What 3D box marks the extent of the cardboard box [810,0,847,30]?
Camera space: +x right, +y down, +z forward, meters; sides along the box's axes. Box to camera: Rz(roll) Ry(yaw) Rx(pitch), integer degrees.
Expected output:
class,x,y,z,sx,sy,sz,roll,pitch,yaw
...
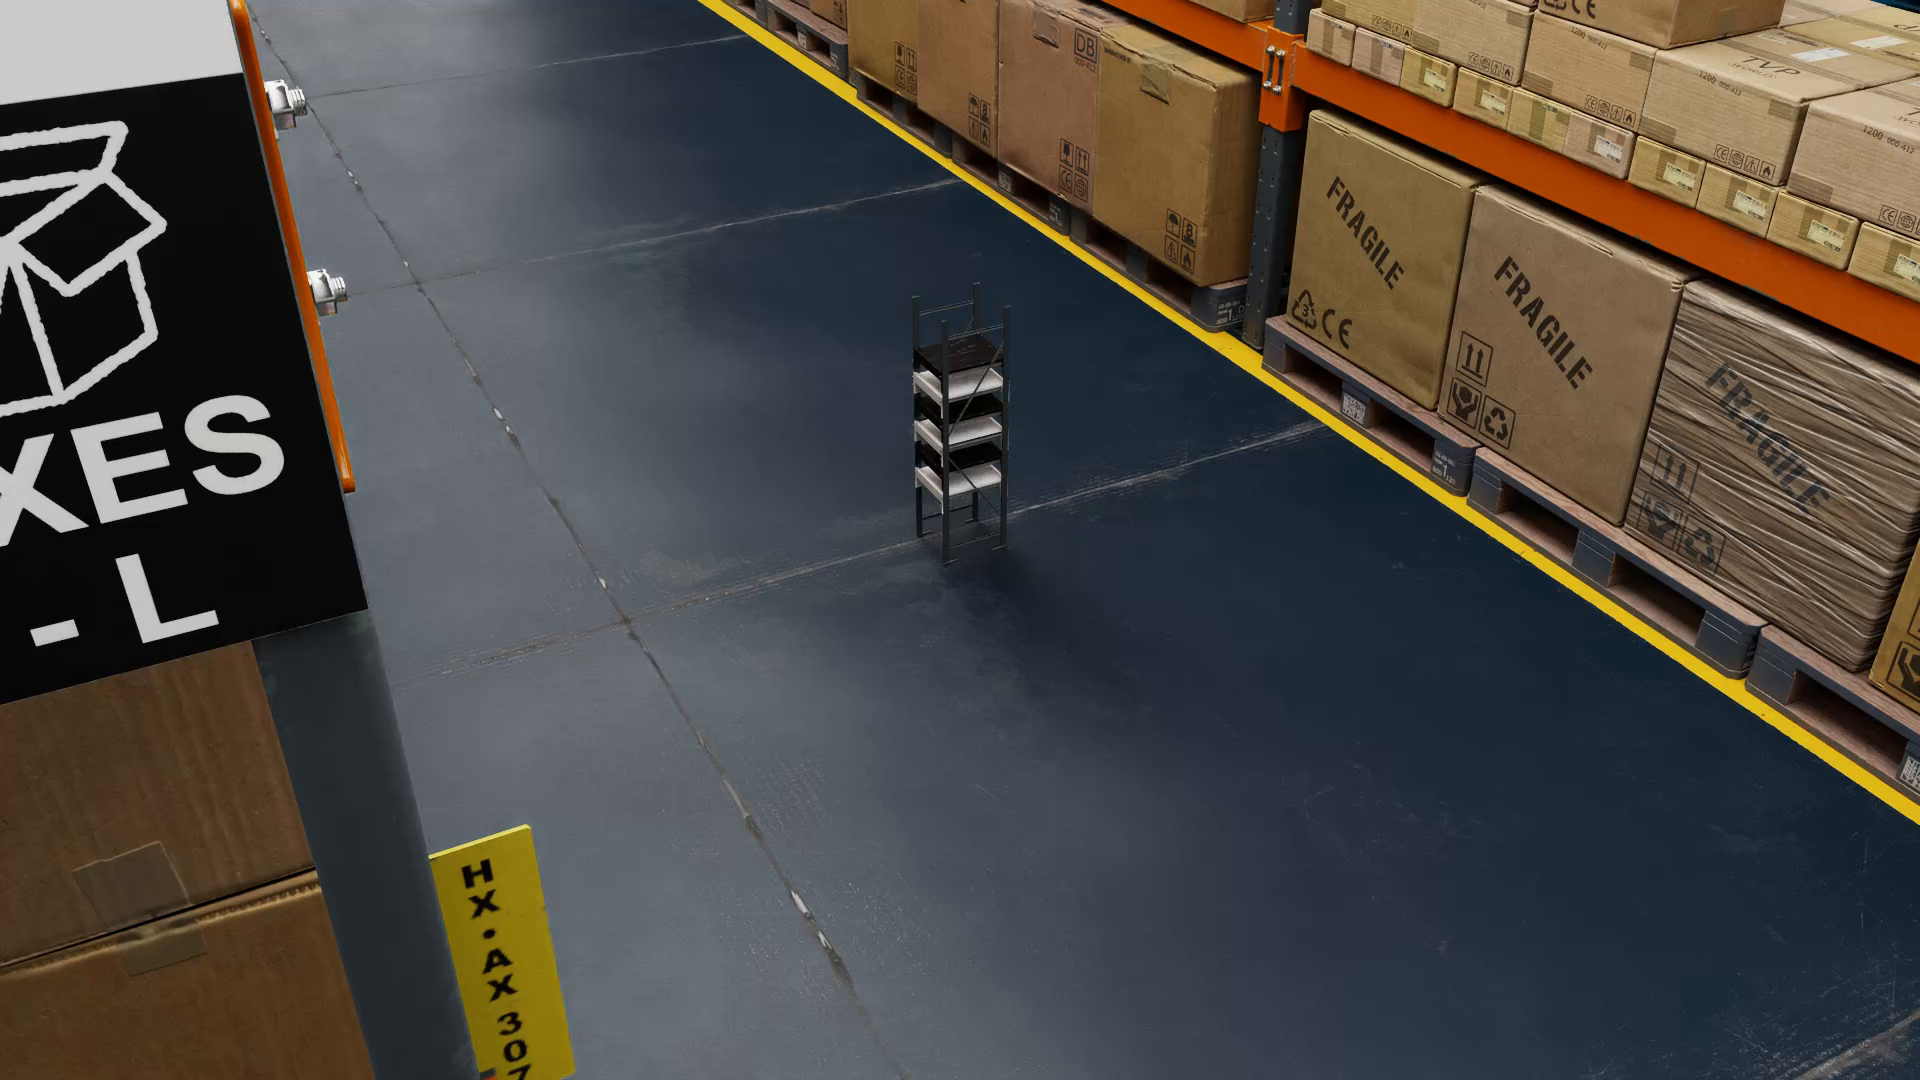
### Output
class,x,y,z,sx,sy,sz,roll,pitch,yaw
cardboard box,-0.530,-3.562,10.438,0.700,0.500,0.500,-18,37,-26

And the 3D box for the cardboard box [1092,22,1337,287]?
class,x,y,z,sx,sy,sz,roll,pitch,yaw
cardboard box,1.349,-1.788,7.341,1.225,0.875,0.875,-16,36,-23

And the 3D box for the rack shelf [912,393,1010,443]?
class,x,y,z,sx,sy,sz,roll,pitch,yaw
rack shelf,0.004,-0.423,5.471,0.258,0.077,0.200,-16,36,-23

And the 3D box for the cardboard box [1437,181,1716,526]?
class,x,y,z,sx,sy,sz,roll,pitch,yaw
cardboard box,2.321,-0.723,5.678,0.875,0.875,0.875,-16,36,-23

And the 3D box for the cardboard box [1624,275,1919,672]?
class,x,y,z,sx,sy,sz,roll,pitch,yaw
cardboard box,2.736,-0.298,5.015,0.875,0.875,0.875,-16,36,-23

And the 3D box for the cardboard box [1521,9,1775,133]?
class,x,y,z,sx,sy,sz,roll,pitch,yaw
cardboard box,2.126,-1.493,5.163,0.500,0.250,0.500,-15,36,-22

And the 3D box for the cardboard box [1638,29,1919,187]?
class,x,y,z,sx,sy,sz,roll,pitch,yaw
cardboard box,2.349,-1.256,4.793,0.500,0.250,0.500,-16,36,-23

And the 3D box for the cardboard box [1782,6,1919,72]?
class,x,y,z,sx,sy,sz,roll,pitch,yaw
cardboard box,2.818,-1.390,5.003,0.500,0.250,0.500,-17,36,-24

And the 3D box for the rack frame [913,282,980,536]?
class,x,y,z,sx,sy,sz,roll,pitch,yaw
rack frame,-0.044,-0.424,5.577,0.240,0.900,0.006,-16,36,-23

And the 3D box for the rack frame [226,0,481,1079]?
class,x,y,z,sx,sy,sz,roll,pitch,yaw
rack frame,-0.902,0.902,1.562,0.949,2.616,0.053,-16,36,-23

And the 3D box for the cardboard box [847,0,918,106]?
class,x,y,z,sx,sy,sz,roll,pitch,yaw
cardboard box,0.103,-3.062,9.329,1.225,0.875,0.875,-18,37,-25

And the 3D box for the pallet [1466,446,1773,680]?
class,x,y,z,sx,sy,sz,roll,pitch,yaw
pallet,2.523,-0.066,5.657,1.003,0.211,1.213,-16,36,-23

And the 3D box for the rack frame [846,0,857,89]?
class,x,y,z,sx,sy,sz,roll,pitch,yaw
rack frame,-0.200,-4.114,9.391,1.000,3.000,0.127,-16,36,-23

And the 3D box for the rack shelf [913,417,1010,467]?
class,x,y,z,sx,sy,sz,roll,pitch,yaw
rack shelf,0.004,-0.347,5.519,0.258,0.077,0.200,-16,36,-23

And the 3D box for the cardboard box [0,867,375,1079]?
class,x,y,z,sx,sy,sz,roll,pitch,yaw
cardboard box,-0.870,0.452,1.896,0.500,0.500,0.500,-14,35,-21

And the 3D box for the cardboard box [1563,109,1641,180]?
class,x,y,z,sx,sy,sz,roll,pitch,yaw
cardboard box,2.113,-1.256,5.163,0.380,0.149,0.250,-15,36,-23

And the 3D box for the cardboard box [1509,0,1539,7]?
class,x,y,z,sx,sy,sz,roll,pitch,yaw
cardboard box,1.885,-2.054,5.343,0.500,0.500,0.500,-16,36,-23

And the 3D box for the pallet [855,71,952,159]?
class,x,y,z,sx,sy,sz,roll,pitch,yaw
pallet,0.101,-2.545,9.527,1.003,0.211,1.213,-16,36,-23

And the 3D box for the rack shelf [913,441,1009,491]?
class,x,y,z,sx,sy,sz,roll,pitch,yaw
rack shelf,0.004,-0.271,5.568,0.258,0.077,0.200,-16,36,-23

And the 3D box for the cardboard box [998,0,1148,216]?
class,x,y,z,sx,sy,sz,roll,pitch,yaw
cardboard box,0.931,-2.214,8.006,1.225,0.875,0.875,-17,36,-25

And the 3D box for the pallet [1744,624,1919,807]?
class,x,y,z,sx,sy,sz,roll,pitch,yaw
pallet,3.088,0.516,4.749,1.003,0.211,1.213,-16,36,-23

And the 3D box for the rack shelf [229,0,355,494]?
class,x,y,z,sx,sy,sz,roll,pitch,yaw
rack shelf,-1.838,-1.012,2.435,1.077,0.370,4.000,-16,36,-23

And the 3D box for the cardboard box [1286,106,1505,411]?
class,x,y,z,sx,sy,sz,roll,pitch,yaw
cardboard box,1.902,-1.153,6.349,0.875,0.875,0.875,-16,36,-23

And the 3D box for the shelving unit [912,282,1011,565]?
class,x,y,z,sx,sy,sz,roll,pitch,yaw
shelving unit,0.004,-0.375,5.501,0.258,0.900,0.210,-16,36,-23

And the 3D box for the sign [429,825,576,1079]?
class,x,y,z,sx,sy,sz,roll,pitch,yaw
sign,-0.425,0.402,1.540,0.100,0.325,0.005,-16,36,-23

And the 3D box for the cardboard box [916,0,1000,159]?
class,x,y,z,sx,sy,sz,roll,pitch,yaw
cardboard box,0.512,-2.635,8.662,1.225,0.875,0.875,-16,36,-23

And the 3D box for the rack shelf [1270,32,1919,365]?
class,x,y,z,sx,sy,sz,roll,pitch,yaw
rack shelf,2.597,-0.948,5.116,1.077,0.370,4.000,-16,36,-23

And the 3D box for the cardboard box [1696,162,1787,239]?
class,x,y,z,sx,sy,sz,roll,pitch,yaw
cardboard box,2.360,-1.007,4.775,0.380,0.149,0.250,-15,36,-22

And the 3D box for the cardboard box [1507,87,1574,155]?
class,x,y,z,sx,sy,sz,roll,pitch,yaw
cardboard box,1.998,-1.377,5.351,0.380,0.149,0.250,-16,36,-24

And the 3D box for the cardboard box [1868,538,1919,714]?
class,x,y,z,sx,sy,sz,roll,pitch,yaw
cardboard box,3.161,0.136,4.338,0.875,0.875,0.875,-16,36,-23

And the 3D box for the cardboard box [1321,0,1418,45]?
class,x,y,z,sx,sy,sz,roll,pitch,yaw
cardboard box,1.652,-1.977,5.919,0.500,0.250,0.500,-17,36,-24

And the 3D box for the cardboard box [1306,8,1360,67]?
class,x,y,z,sx,sy,sz,roll,pitch,yaw
cardboard box,1.509,-1.875,6.129,0.380,0.149,0.250,-16,36,-23

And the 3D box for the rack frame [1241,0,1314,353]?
class,x,y,z,sx,sy,sz,roll,pitch,yaw
rack frame,1.665,-2.205,6.412,1.000,3.000,0.127,-16,36,-23

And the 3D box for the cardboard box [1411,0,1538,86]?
class,x,y,z,sx,sy,sz,roll,pitch,yaw
cardboard box,1.880,-1.739,5.547,0.500,0.250,0.500,-16,36,-23

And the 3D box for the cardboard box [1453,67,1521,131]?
class,x,y,z,sx,sy,sz,roll,pitch,yaw
cardboard box,1.879,-1.499,5.542,0.380,0.149,0.250,-17,36,-24

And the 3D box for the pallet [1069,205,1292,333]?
class,x,y,z,sx,sy,sz,roll,pitch,yaw
pallet,1.238,-1.381,7.709,1.003,0.211,1.213,-16,36,-23

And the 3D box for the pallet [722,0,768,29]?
class,x,y,z,sx,sy,sz,roll,pitch,yaw
pallet,-1.128,-3.895,11.634,1.003,0.211,1.213,-16,36,-23

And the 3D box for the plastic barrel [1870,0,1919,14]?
class,x,y,z,sx,sy,sz,roll,pitch,yaw
plastic barrel,5.478,-3.346,9.749,0.600,0.901,0.708,-16,36,-23

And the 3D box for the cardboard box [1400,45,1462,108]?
class,x,y,z,sx,sy,sz,roll,pitch,yaw
cardboard box,1.754,-1.624,5.737,0.380,0.149,0.250,-15,35,-22

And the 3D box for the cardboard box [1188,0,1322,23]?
class,x,y,z,sx,sy,sz,roll,pitch,yaw
cardboard box,1.205,-2.402,6.626,0.500,0.500,0.500,-16,36,-23

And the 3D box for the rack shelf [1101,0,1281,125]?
class,x,y,z,sx,sy,sz,roll,pitch,yaw
rack shelf,0.732,-2.857,8.096,1.077,0.370,4.000,-16,36,-23

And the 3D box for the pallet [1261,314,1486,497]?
class,x,y,z,sx,sy,sz,roll,pitch,yaw
pallet,1.950,-0.649,6.567,1.003,0.211,1.213,-16,36,-23

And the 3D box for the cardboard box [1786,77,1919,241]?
class,x,y,z,sx,sy,sz,roll,pitch,yaw
cardboard box,2.596,-1.008,4.406,0.500,0.250,0.500,-17,36,-25

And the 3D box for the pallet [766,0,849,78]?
class,x,y,z,sx,sy,sz,roll,pitch,yaw
pallet,-0.563,-3.314,10.726,1.003,0.211,1.213,-16,36,-23

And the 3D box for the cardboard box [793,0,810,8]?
class,x,y,z,sx,sy,sz,roll,pitch,yaw
cardboard box,-0.800,-3.823,10.846,0.700,0.500,0.500,-19,37,-27

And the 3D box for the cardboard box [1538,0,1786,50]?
class,x,y,z,sx,sy,sz,roll,pitch,yaw
cardboard box,2.131,-1.806,4.957,0.500,0.500,0.500,-17,36,-25

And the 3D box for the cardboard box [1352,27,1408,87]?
class,x,y,z,sx,sy,sz,roll,pitch,yaw
cardboard box,1.631,-1.750,5.933,0.380,0.149,0.250,-17,36,-25

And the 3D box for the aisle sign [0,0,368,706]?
class,x,y,z,sx,sy,sz,roll,pitch,yaw
aisle sign,-0.606,-0.232,0.922,0.394,0.787,0.004,-16,36,-23

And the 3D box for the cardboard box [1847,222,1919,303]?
class,x,y,z,sx,sy,sz,roll,pitch,yaw
cardboard box,2.595,-0.765,4.396,0.380,0.149,0.250,-17,36,-24

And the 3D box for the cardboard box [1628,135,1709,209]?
class,x,y,z,sx,sy,sz,roll,pitch,yaw
cardboard box,2.237,-1.131,4.968,0.380,0.149,0.250,-17,36,-24

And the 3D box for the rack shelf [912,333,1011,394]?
class,x,y,z,sx,sy,sz,roll,pitch,yaw
rack shelf,0.004,-0.574,5.374,0.258,0.077,0.200,-16,36,-23

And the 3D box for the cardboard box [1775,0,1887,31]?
class,x,y,z,sx,sy,sz,roll,pitch,yaw
cardboard box,2.584,-1.633,5.382,0.500,0.250,0.500,-15,36,-22

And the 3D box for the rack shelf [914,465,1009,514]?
class,x,y,z,sx,sy,sz,roll,pitch,yaw
rack shelf,0.004,-0.195,5.616,0.258,0.077,0.200,-16,36,-23

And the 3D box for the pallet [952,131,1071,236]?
class,x,y,z,sx,sy,sz,roll,pitch,yaw
pallet,0.666,-1.964,8.619,1.003,0.211,1.213,-16,36,-23

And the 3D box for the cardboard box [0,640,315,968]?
class,x,y,z,sx,sy,sz,roll,pitch,yaw
cardboard box,-0.880,0.033,1.622,0.500,0.500,0.500,-16,36,-23

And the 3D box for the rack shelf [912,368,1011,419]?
class,x,y,z,sx,sy,sz,roll,pitch,yaw
rack shelf,0.004,-0.499,5.422,0.258,0.077,0.200,-16,36,-23

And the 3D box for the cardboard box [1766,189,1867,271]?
class,x,y,z,sx,sy,sz,roll,pitch,yaw
cardboard box,2.474,-0.889,4.589,0.380,0.149,0.250,-16,36,-23

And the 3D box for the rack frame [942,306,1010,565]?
class,x,y,z,sx,sy,sz,roll,pitch,yaw
rack frame,0.051,-0.327,5.425,0.240,0.900,0.006,-16,36,-23
